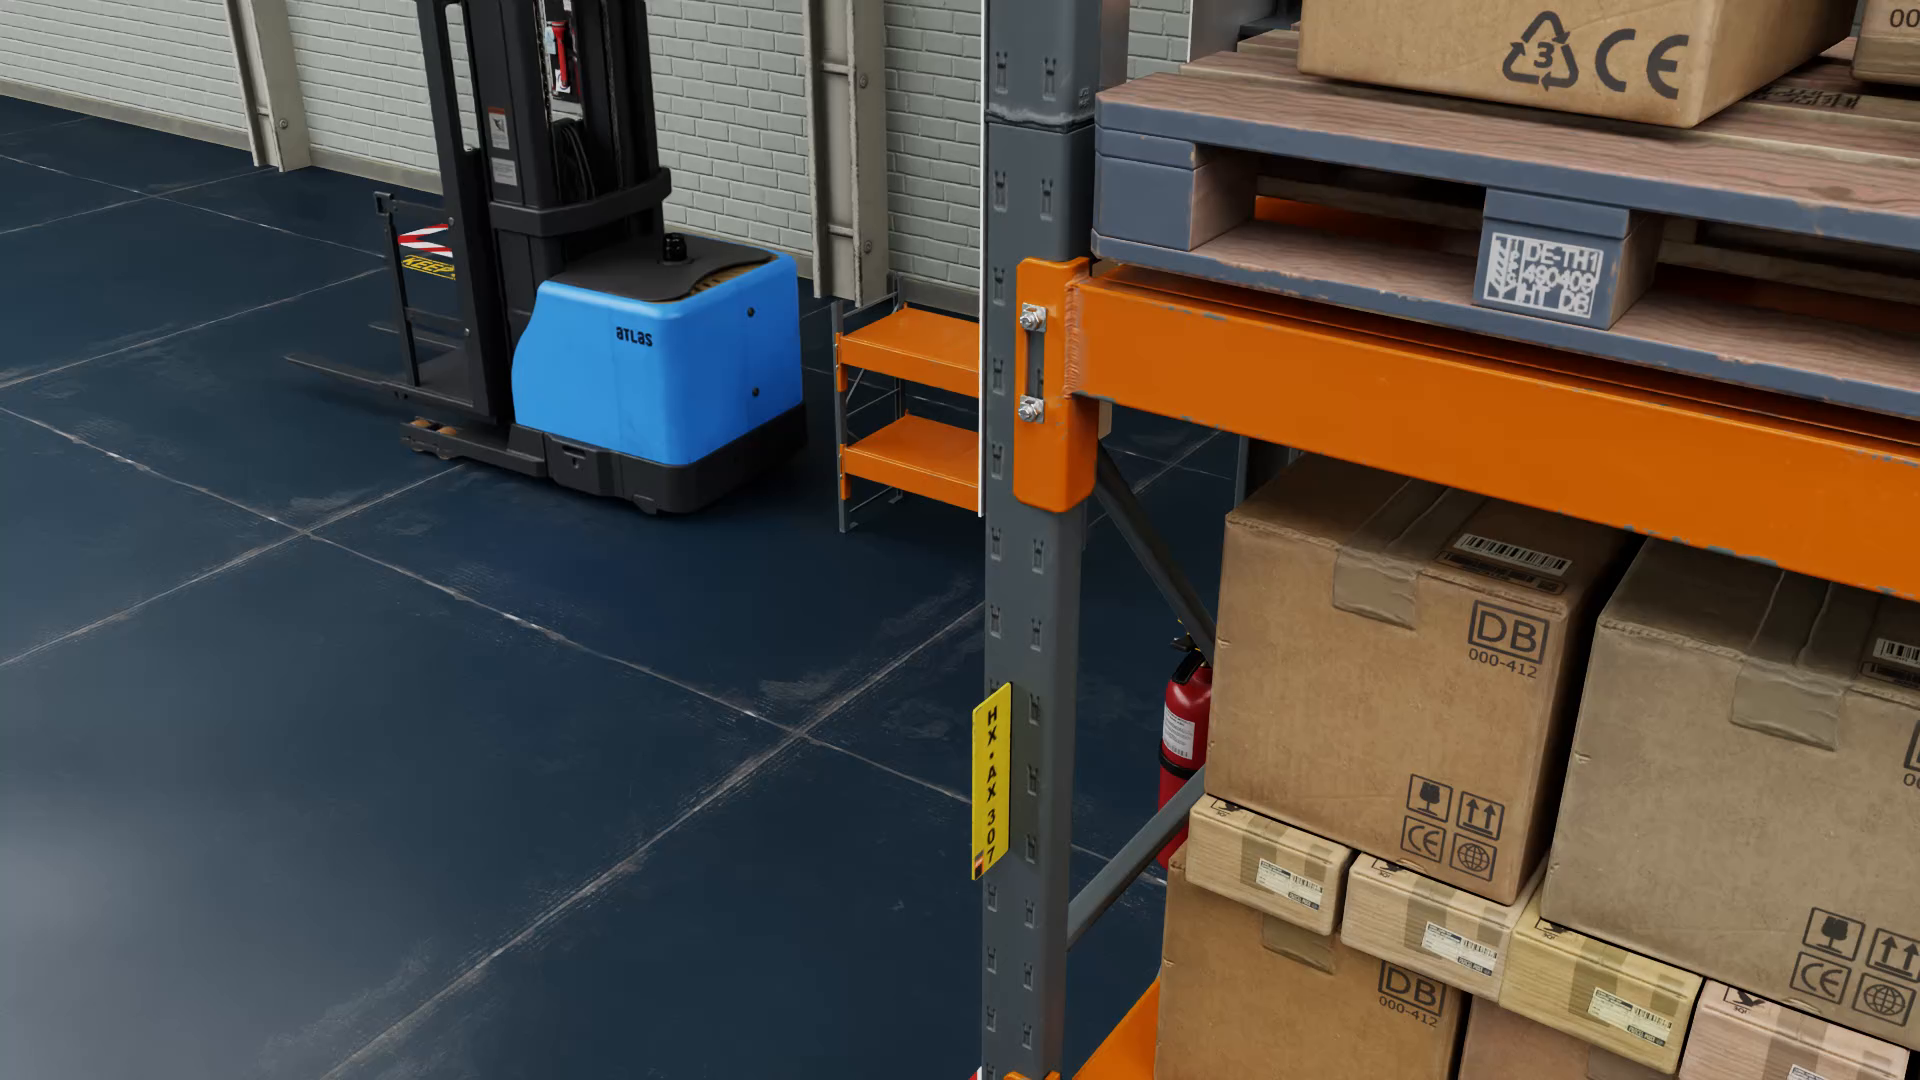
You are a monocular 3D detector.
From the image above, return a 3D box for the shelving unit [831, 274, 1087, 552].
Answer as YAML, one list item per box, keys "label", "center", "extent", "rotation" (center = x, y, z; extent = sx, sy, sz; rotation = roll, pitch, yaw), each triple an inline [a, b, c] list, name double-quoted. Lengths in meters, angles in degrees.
- label: "shelving unit"
  center: [0.006, -0.500, 7.491]
  extent: [1.048, 1.125, 0.538]
  rotation: [17, 32, 30]

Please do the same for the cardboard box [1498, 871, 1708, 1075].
- label: "cardboard box"
  center: [0.994, 0.580, 2.477]
  extent: [0.250, 0.149, 0.380]
  rotation: [17, 32, 31]

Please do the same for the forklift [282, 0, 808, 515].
- label: "forklift"
  center: [-2.311, -1.907, 8.266]
  extent: [3.031, 2.935, 1.130]
  rotation: [15, 31, 27]

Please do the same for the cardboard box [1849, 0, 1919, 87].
- label: "cardboard box"
  center: [1.467, -0.721, 2.100]
  extent: [0.500, 0.250, 0.500]
  rotation: [17, 32, 30]

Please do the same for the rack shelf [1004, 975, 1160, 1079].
- label: "rack shelf"
  center: [2.017, 1.436, 2.415]
  extent: [4.000, 0.370, 1.077]
  rotation: [17, 32, 30]

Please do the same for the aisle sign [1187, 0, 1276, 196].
- label: "aisle sign"
  center: [0.481, -0.684, 2.920]
  extent: [0.004, 0.787, 0.394]
  rotation: [17, 32, 30]

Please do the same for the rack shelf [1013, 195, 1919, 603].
- label: "rack shelf"
  center: [2.017, 0.099, 1.735]
  extent: [4.000, 0.370, 1.077]
  rotation: [17, 32, 30]

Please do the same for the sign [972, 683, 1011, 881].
- label: "sign"
  center: [0.050, 0.386, 2.642]
  extent: [0.005, 0.325, 0.100]
  rotation: [17, 32, 30]

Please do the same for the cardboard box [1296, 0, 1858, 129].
- label: "cardboard box"
  center: [0.840, -0.882, 2.137]
  extent: [0.637, 0.503, 0.797]
  rotation: [20, 33, 34]

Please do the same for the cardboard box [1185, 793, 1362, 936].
- label: "cardboard box"
  center: [0.570, 0.449, 2.735]
  extent: [0.250, 0.149, 0.380]
  rotation: [17, 32, 30]

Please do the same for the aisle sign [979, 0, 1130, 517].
- label: "aisle sign"
  center: [0.141, -0.459, 2.479]
  extent: [0.004, 0.787, 0.394]
  rotation: [17, 32, 30]

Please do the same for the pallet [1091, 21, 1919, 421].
- label: "pallet"
  center: [0.937, -0.505, 2.225]
  extent: [1.213, 0.211, 1.003]
  rotation: [17, 32, 30]

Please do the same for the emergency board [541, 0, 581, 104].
- label: "emergency board"
  center: [-2.724, -3.585, 11.487]
  extent: [0.643, 1.169, 0.194]
  rotation: [17, 32, 30]

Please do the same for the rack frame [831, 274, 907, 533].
- label: "rack frame"
  center: [-0.413, -0.630, 7.748]
  extent: [0.032, 1.125, 0.500]
  rotation: [17, 32, 30]

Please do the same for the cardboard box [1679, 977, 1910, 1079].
- label: "cardboard box"
  center: [1.201, 0.646, 2.348]
  extent: [0.250, 0.149, 0.380]
  rotation: [17, 31, 30]

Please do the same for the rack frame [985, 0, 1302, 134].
- label: "rack frame"
  center: [0.369, -2.072, 1.900]
  extent: [0.127, 3.000, 1.000]
  rotation: [17, 32, 30]

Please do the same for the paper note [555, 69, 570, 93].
- label: "paper note"
  center: [-2.831, -3.263, 11.827]
  extent: [0.142, 0.148, 0.016]
  rotation: [17, 32, 30]

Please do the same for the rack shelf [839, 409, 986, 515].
- label: "rack shelf"
  center: [0.006, -0.282, 7.602]
  extent: [1.000, 0.278, 0.538]
  rotation: [17, 32, 30]

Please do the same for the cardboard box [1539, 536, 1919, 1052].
- label: "cardboard box"
  center: [1.227, 0.250, 2.411]
  extent: [0.500, 0.500, 0.700]
  rotation: [16, 31, 29]

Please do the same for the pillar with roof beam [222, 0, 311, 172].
- label: "pillar with roof beam"
  center: [-8.092, -5.541, 8.716]
  extent: [0.400, 9.000, 9.100]
  rotation: [17, 32, 30]

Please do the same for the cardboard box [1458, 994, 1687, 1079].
- label: "cardboard box"
  center: [1.182, 0.815, 2.732]
  extent: [0.500, 0.500, 0.700]
  rotation: [18, 32, 32]

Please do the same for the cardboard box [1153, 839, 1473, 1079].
- label: "cardboard box"
  center: [0.746, 0.682, 2.993]
  extent: [0.500, 0.500, 0.700]
  rotation: [17, 32, 30]

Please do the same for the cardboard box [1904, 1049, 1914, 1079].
- label: "cardboard box"
  center: [1.588, 0.944, 2.477]
  extent: [0.500, 0.500, 0.700]
  rotation: [18, 32, 31]

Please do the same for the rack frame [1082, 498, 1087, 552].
- label: "rack frame"
  center: [0.425, -0.369, 7.235]
  extent: [0.032, 1.125, 0.500]
  rotation: [17, 32, 30]

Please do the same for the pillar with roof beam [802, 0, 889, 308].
- label: "pillar with roof beam"
  center: [-3.146, -4.000, 5.688]
  extent: [0.400, 9.000, 9.100]
  rotation: [17, 32, 30]

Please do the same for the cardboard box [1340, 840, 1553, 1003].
- label: "cardboard box"
  center: [0.789, 0.516, 2.604]
  extent: [0.250, 0.149, 0.380]
  rotation: [16, 31, 29]

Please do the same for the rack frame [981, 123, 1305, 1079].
- label: "rack frame"
  center: [0.369, 0.601, 3.261]
  extent: [0.127, 3.000, 1.000]
  rotation: [17, 32, 30]

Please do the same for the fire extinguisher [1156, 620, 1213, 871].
- label: "fire extinguisher"
  center: [0.534, 0.432, 3.679]
  extent: [0.183, 0.674, 0.296]
  rotation: [17, 32, 30]

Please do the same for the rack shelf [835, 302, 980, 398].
- label: "rack shelf"
  center: [0.006, -0.760, 7.359]
  extent: [1.000, 0.278, 0.538]
  rotation: [17, 32, 30]

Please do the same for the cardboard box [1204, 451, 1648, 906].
- label: "cardboard box"
  center: [0.790, 0.117, 2.672]
  extent: [0.500, 0.500, 0.700]
  rotation: [17, 32, 30]
